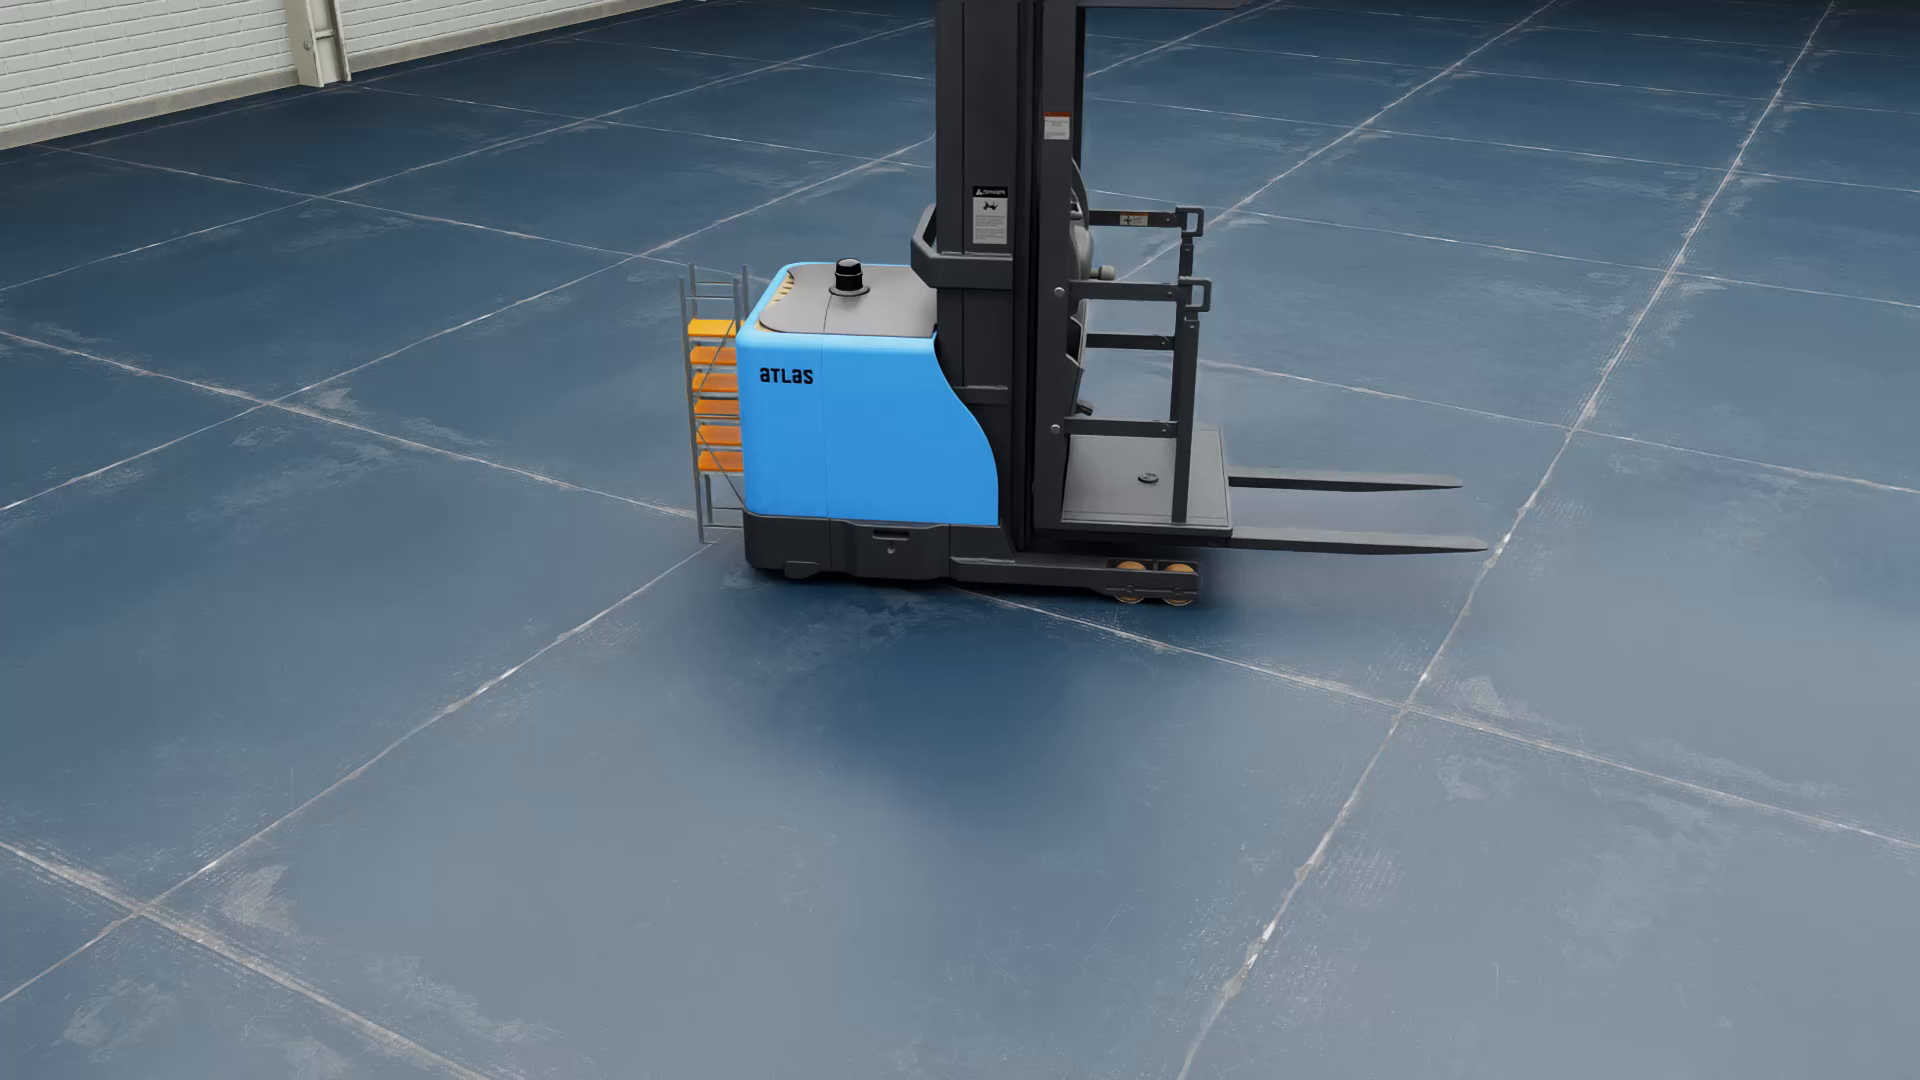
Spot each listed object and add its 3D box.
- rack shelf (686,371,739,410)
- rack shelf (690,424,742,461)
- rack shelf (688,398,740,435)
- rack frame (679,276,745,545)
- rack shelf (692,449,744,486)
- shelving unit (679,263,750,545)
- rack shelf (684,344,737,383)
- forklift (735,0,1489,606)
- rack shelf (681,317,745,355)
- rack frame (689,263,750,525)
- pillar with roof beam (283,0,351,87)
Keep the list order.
[{"bbox_3d":[-1.004,-0.626,6.992,0.258,0.103,0.180,2,27,4],"label":"rack shelf"},{"bbox_3d":[-1.004,-0.412,7.099,0.258,0.103,0.180,2,27,4],"label":"rack shelf"},{"bbox_3d":[-1.004,-0.519,7.045,0.258,0.103,0.180,2,27,4],"label":"rack shelf"},{"bbox_3d":[-1.011,-0.518,6.944,0.240,1.200,0.006,2,27,4],"label":"rack frame"},{"bbox_3d":[-1.004,-0.304,7.153,0.258,0.103,0.180,2,27,4],"label":"rack shelf"},{"bbox_3d":[-1.004,-0.559,7.025,0.258,1.200,0.189,2,27,4],"label":"shelving unit"},{"bbox_3d":[-1.004,-0.733,6.938,0.258,0.103,0.180,2,27,4],"label":"rack shelf"},{"bbox_3d":[0.655,-1.296,6.565,3.031,2.935,1.130,3,27,5],"label":"forklift"},{"bbox_3d":[-1.004,-0.841,6.884,0.258,0.103,0.180,2,27,4],"label":"rack shelf"},{"bbox_3d":[-0.997,-0.599,7.107,0.240,1.200,0.006,2,27,4],"label":"rack frame"},{"bbox_3d":[-2.410,-7.515,12.210,9.100,9.000,0.400,14,30,26],"label":"pillar with roof beam"}]
